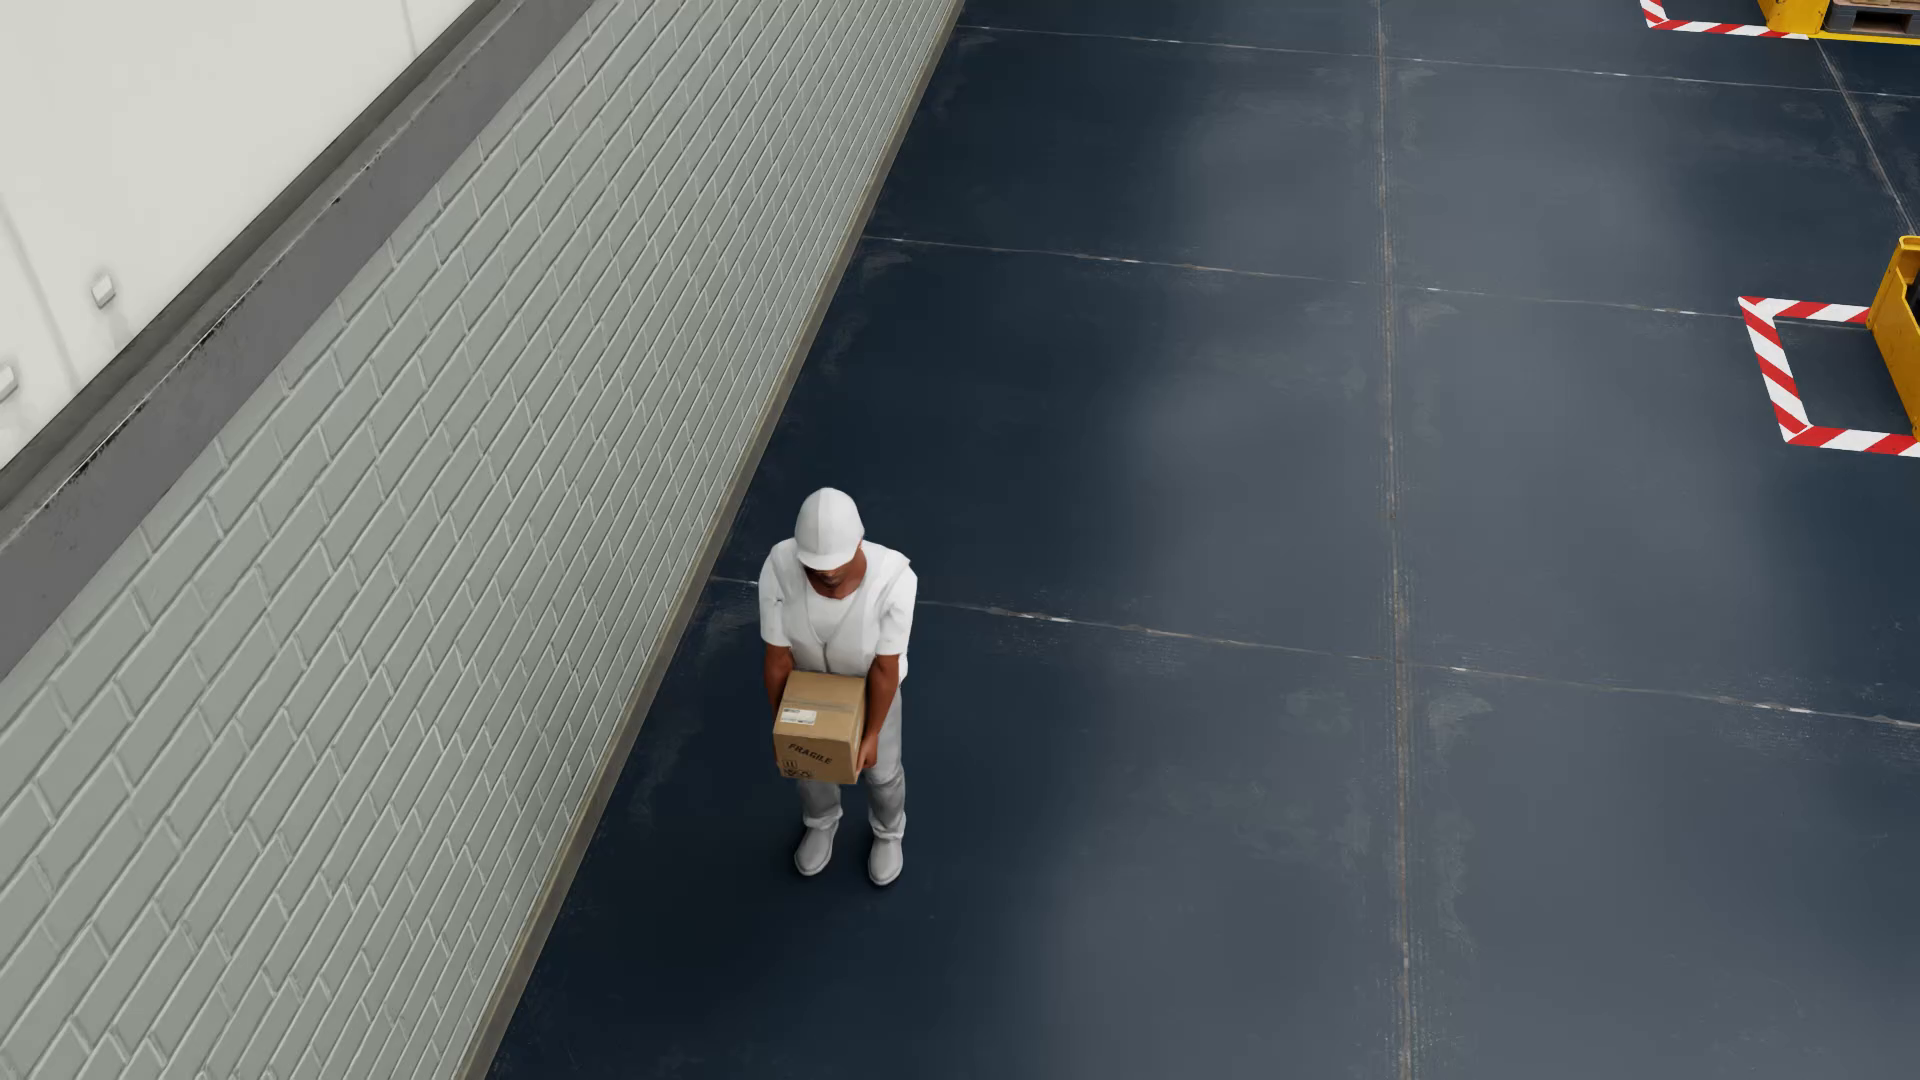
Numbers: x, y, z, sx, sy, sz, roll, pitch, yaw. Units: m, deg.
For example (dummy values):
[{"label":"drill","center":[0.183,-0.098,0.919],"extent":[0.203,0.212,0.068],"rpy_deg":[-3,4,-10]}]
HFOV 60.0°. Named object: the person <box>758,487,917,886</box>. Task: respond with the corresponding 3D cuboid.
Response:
[{"label":"person","center":[-0.397,0.528,5.530],"extent":[0.501,1.746,0.592],"rpy_deg":[6,41,7]}]
